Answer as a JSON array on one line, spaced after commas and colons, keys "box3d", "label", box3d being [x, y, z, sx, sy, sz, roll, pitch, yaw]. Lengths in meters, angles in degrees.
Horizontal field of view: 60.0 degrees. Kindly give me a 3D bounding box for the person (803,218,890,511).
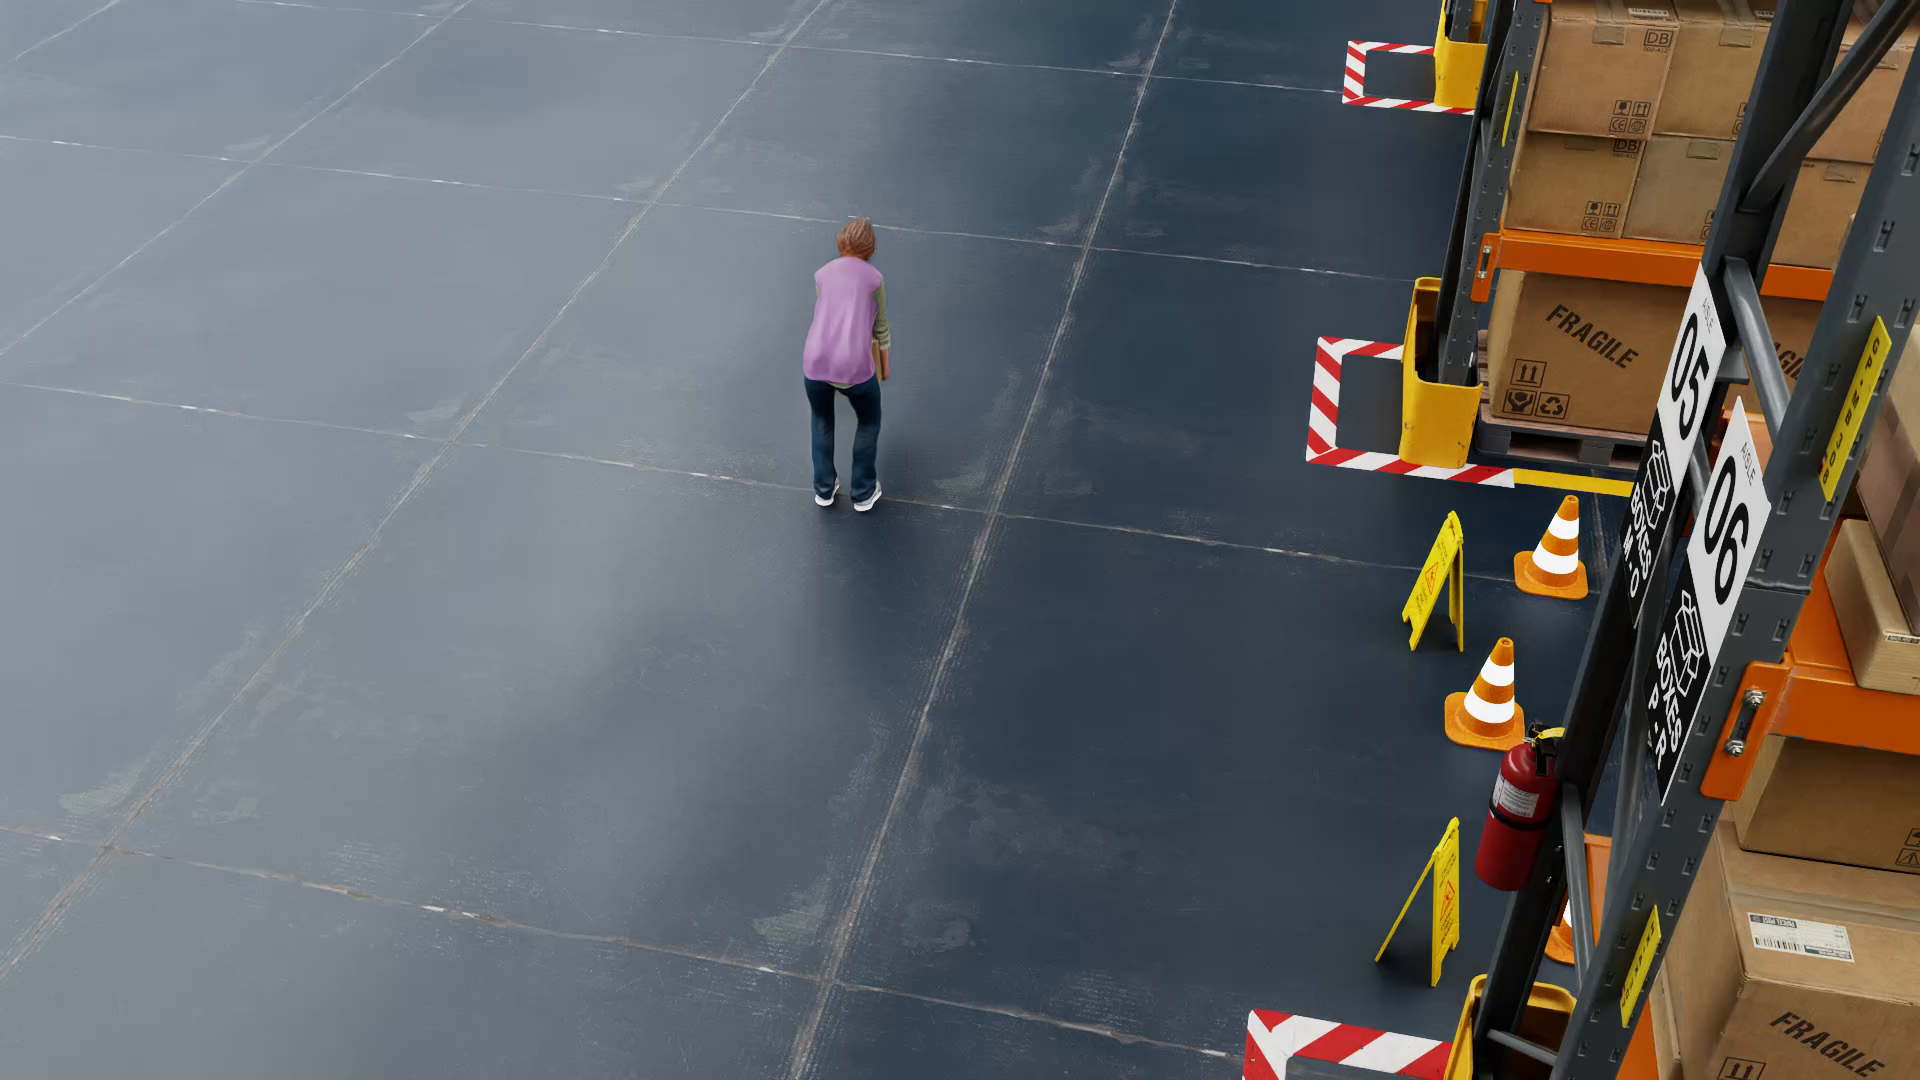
[{"box3d": [-0.545, -0.855, 8.299, 0.377, 1.364, 0.737, 7, 38, 9], "label": "person"}]
